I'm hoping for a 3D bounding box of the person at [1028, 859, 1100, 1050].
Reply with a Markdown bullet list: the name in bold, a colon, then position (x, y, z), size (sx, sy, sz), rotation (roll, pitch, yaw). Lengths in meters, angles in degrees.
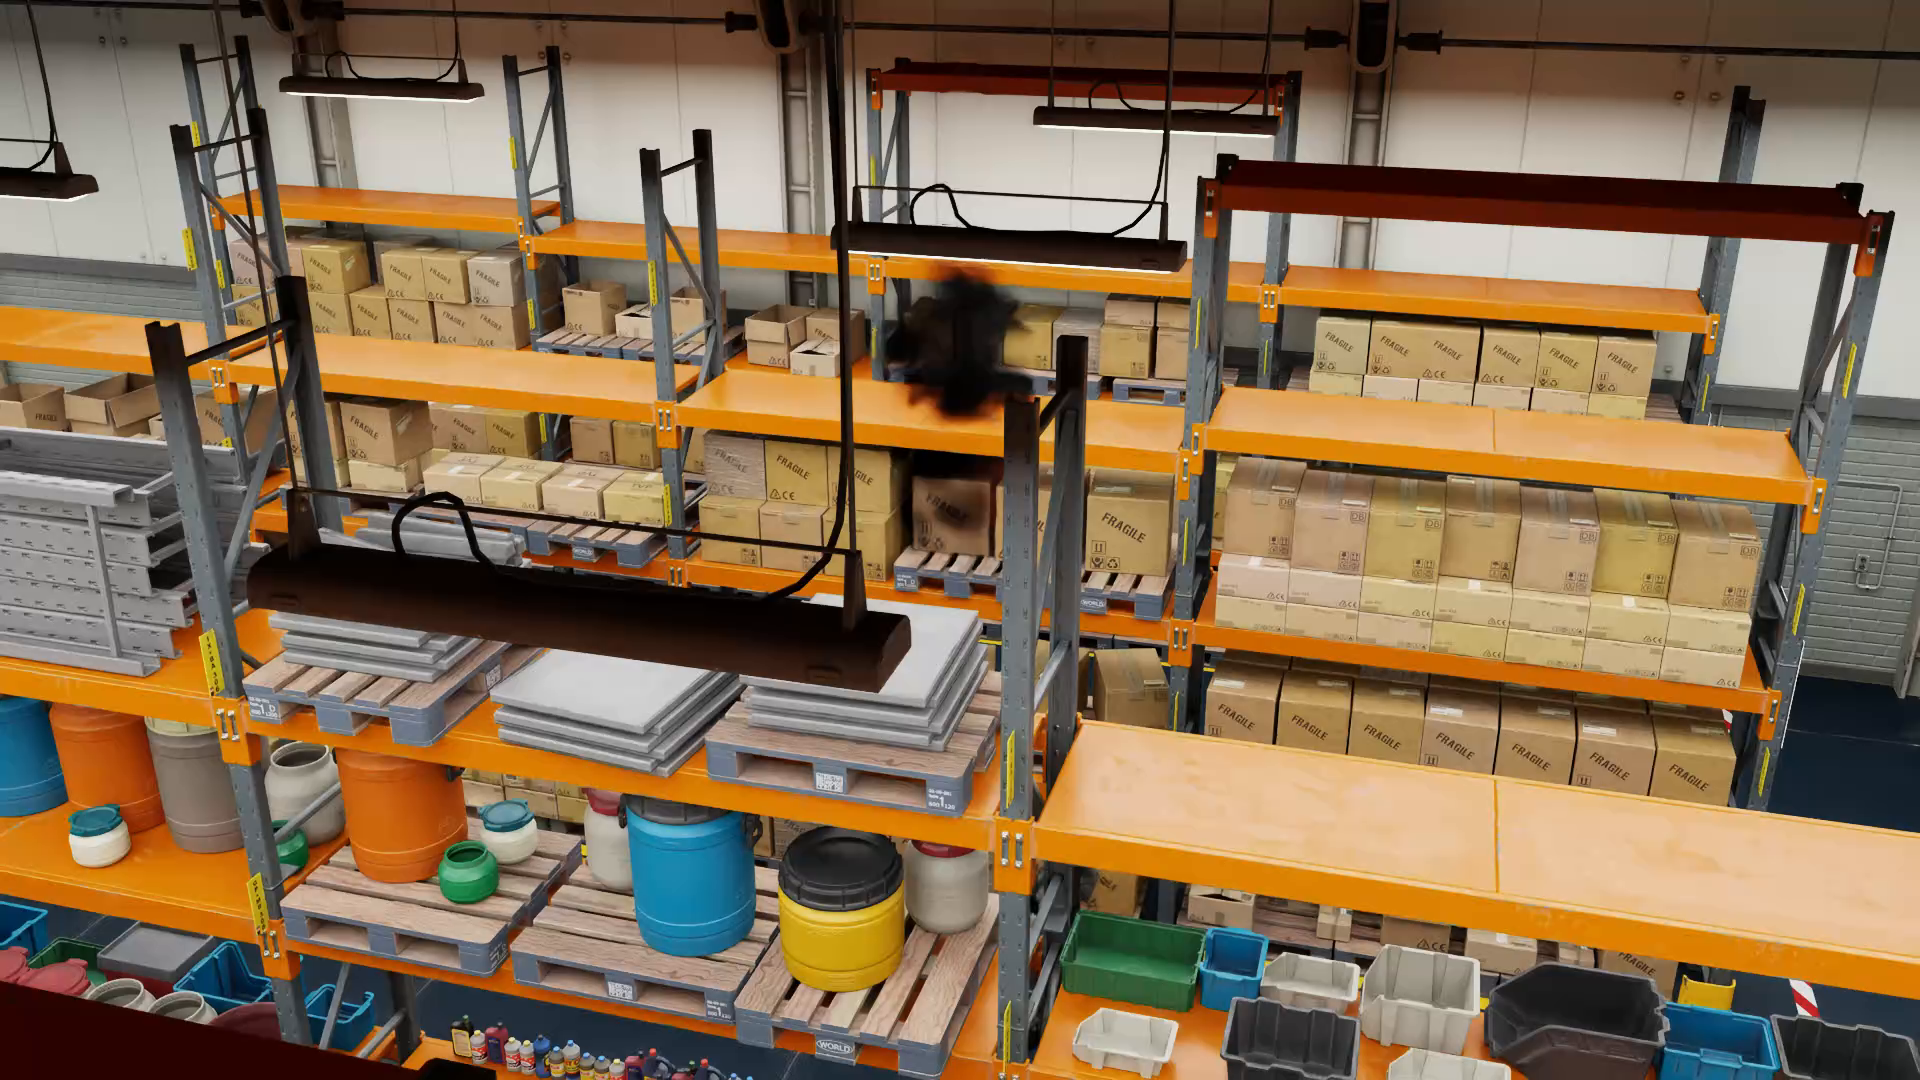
- **person**: position (0.634, 2.754, 11.227), size (0.803, 1.842, 0.623), rotation (2, 23, 6)
